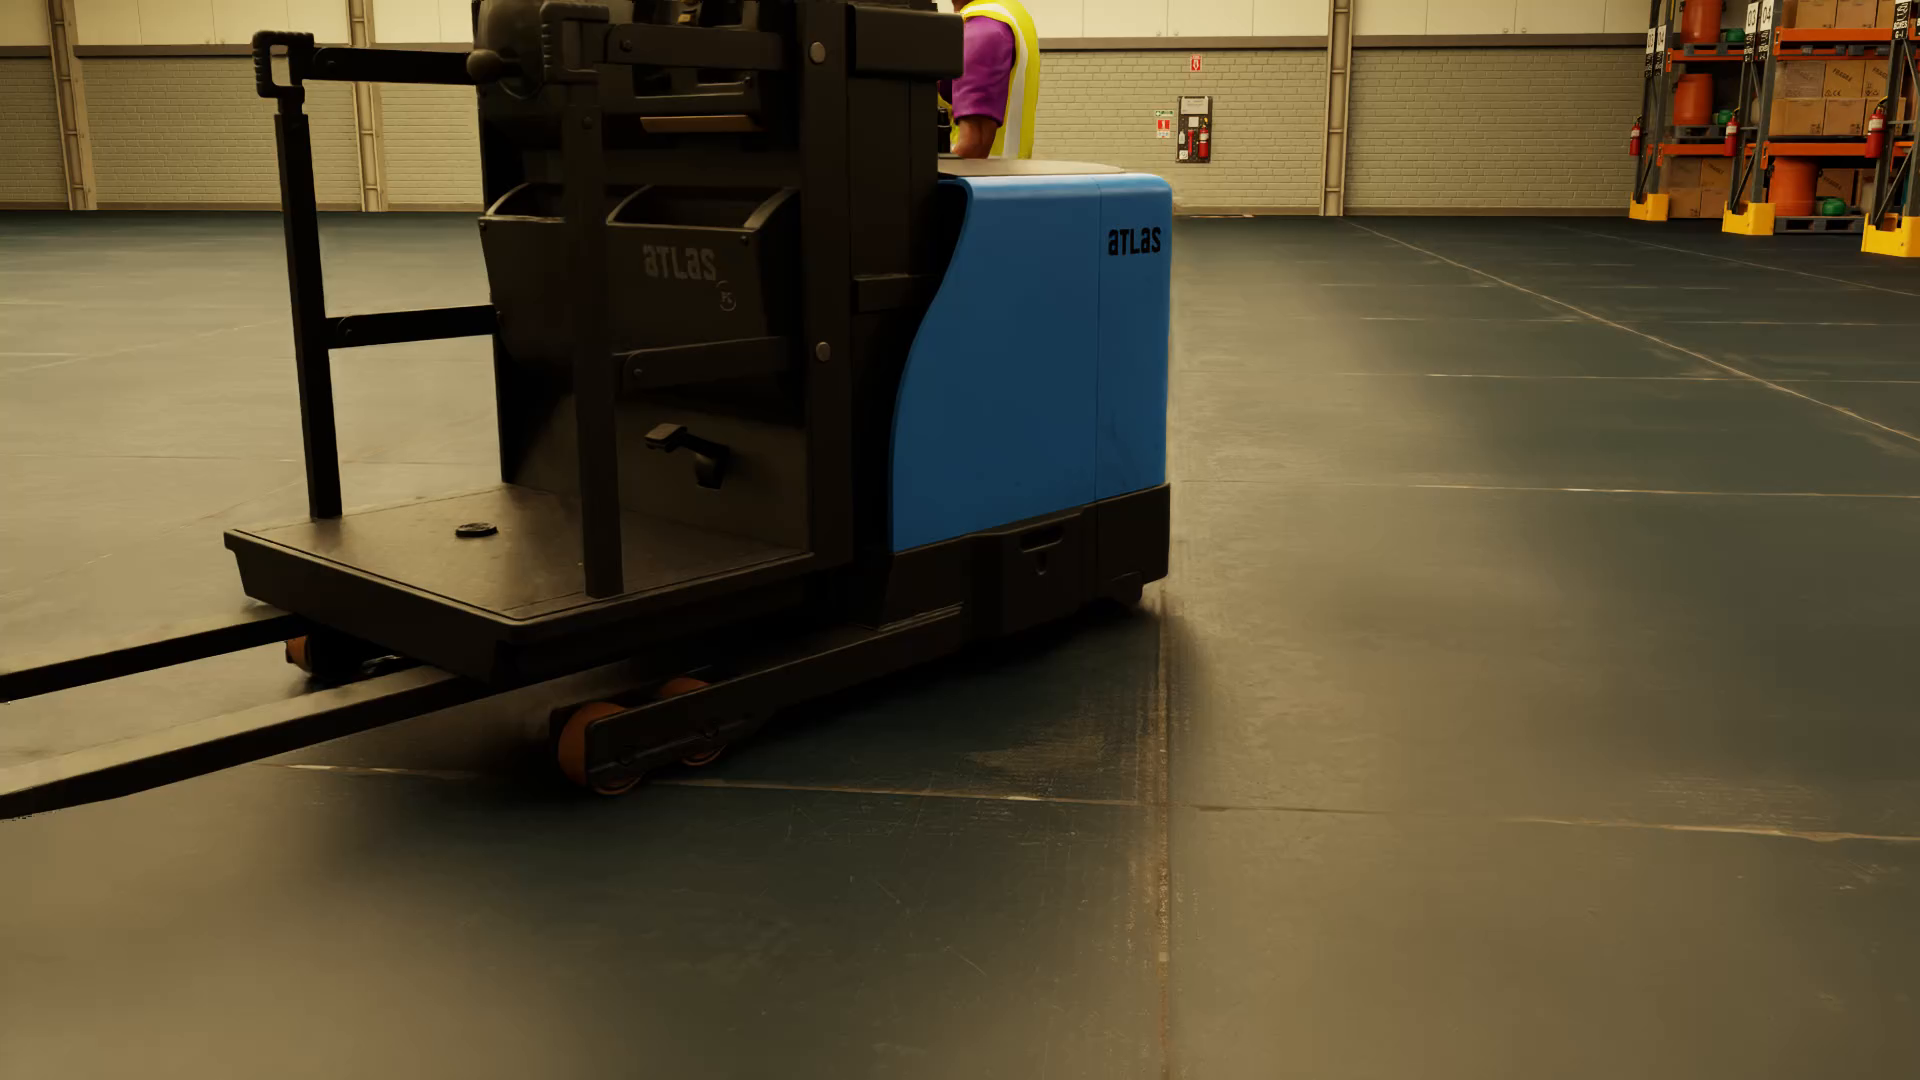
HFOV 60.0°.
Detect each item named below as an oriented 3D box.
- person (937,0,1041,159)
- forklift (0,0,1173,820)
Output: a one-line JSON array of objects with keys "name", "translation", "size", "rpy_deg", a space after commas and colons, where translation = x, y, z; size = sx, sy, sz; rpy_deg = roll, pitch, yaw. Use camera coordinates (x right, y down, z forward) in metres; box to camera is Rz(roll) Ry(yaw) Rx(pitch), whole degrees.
[{"name": "person", "translation": [-0.068, -0.910, 4.749], "size": [0.577, 1.765, 0.665], "rpy_deg": [2, 13, 7]}, {"name": "forklift", "translation": [-0.822, -1.098, 3.207], "size": [1.130, 2.935, 3.031], "rpy_deg": [11, 17, 40]}]
